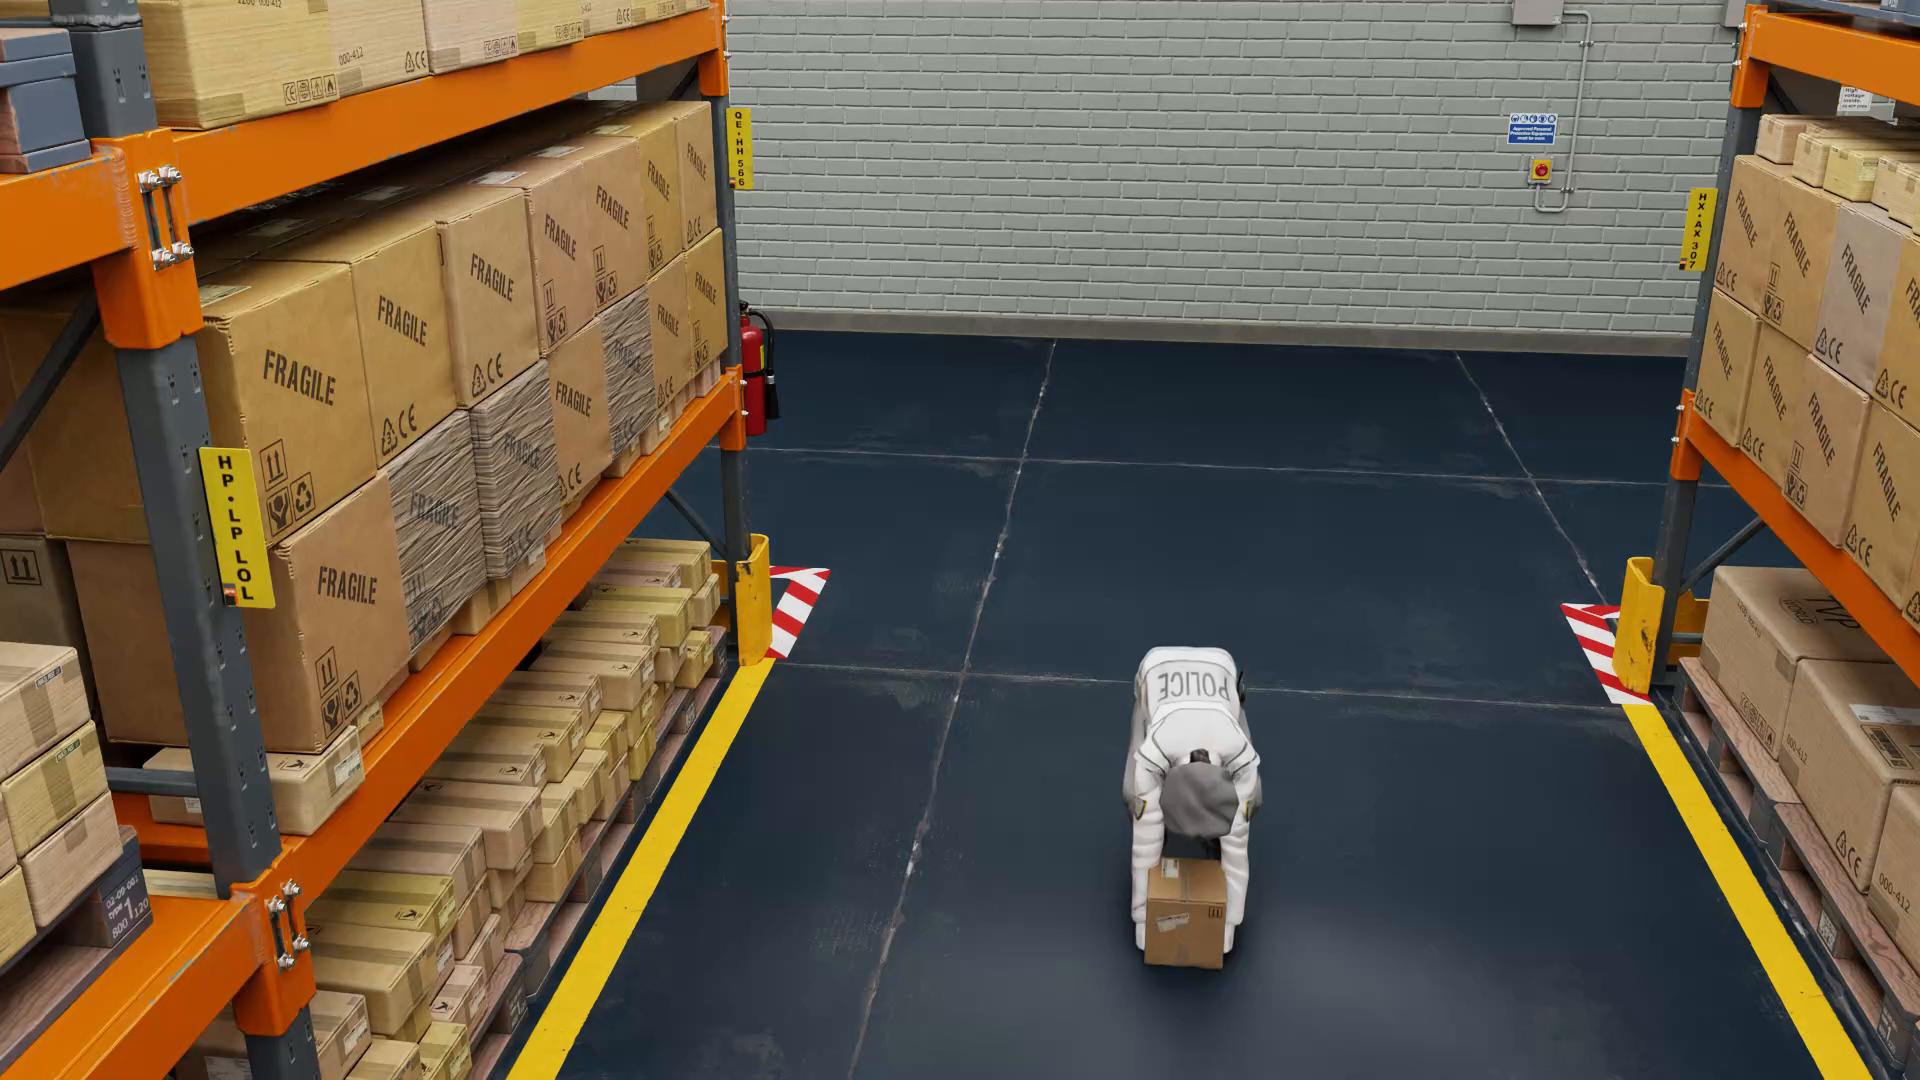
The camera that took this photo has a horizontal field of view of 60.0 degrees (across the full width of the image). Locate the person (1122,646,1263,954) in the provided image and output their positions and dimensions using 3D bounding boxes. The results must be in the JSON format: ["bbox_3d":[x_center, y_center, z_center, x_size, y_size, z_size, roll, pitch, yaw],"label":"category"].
[{"bbox_3d":[0.782,0.853,5.605,0.469,0.822,0.898,2,21,4],"label":"person"}]
